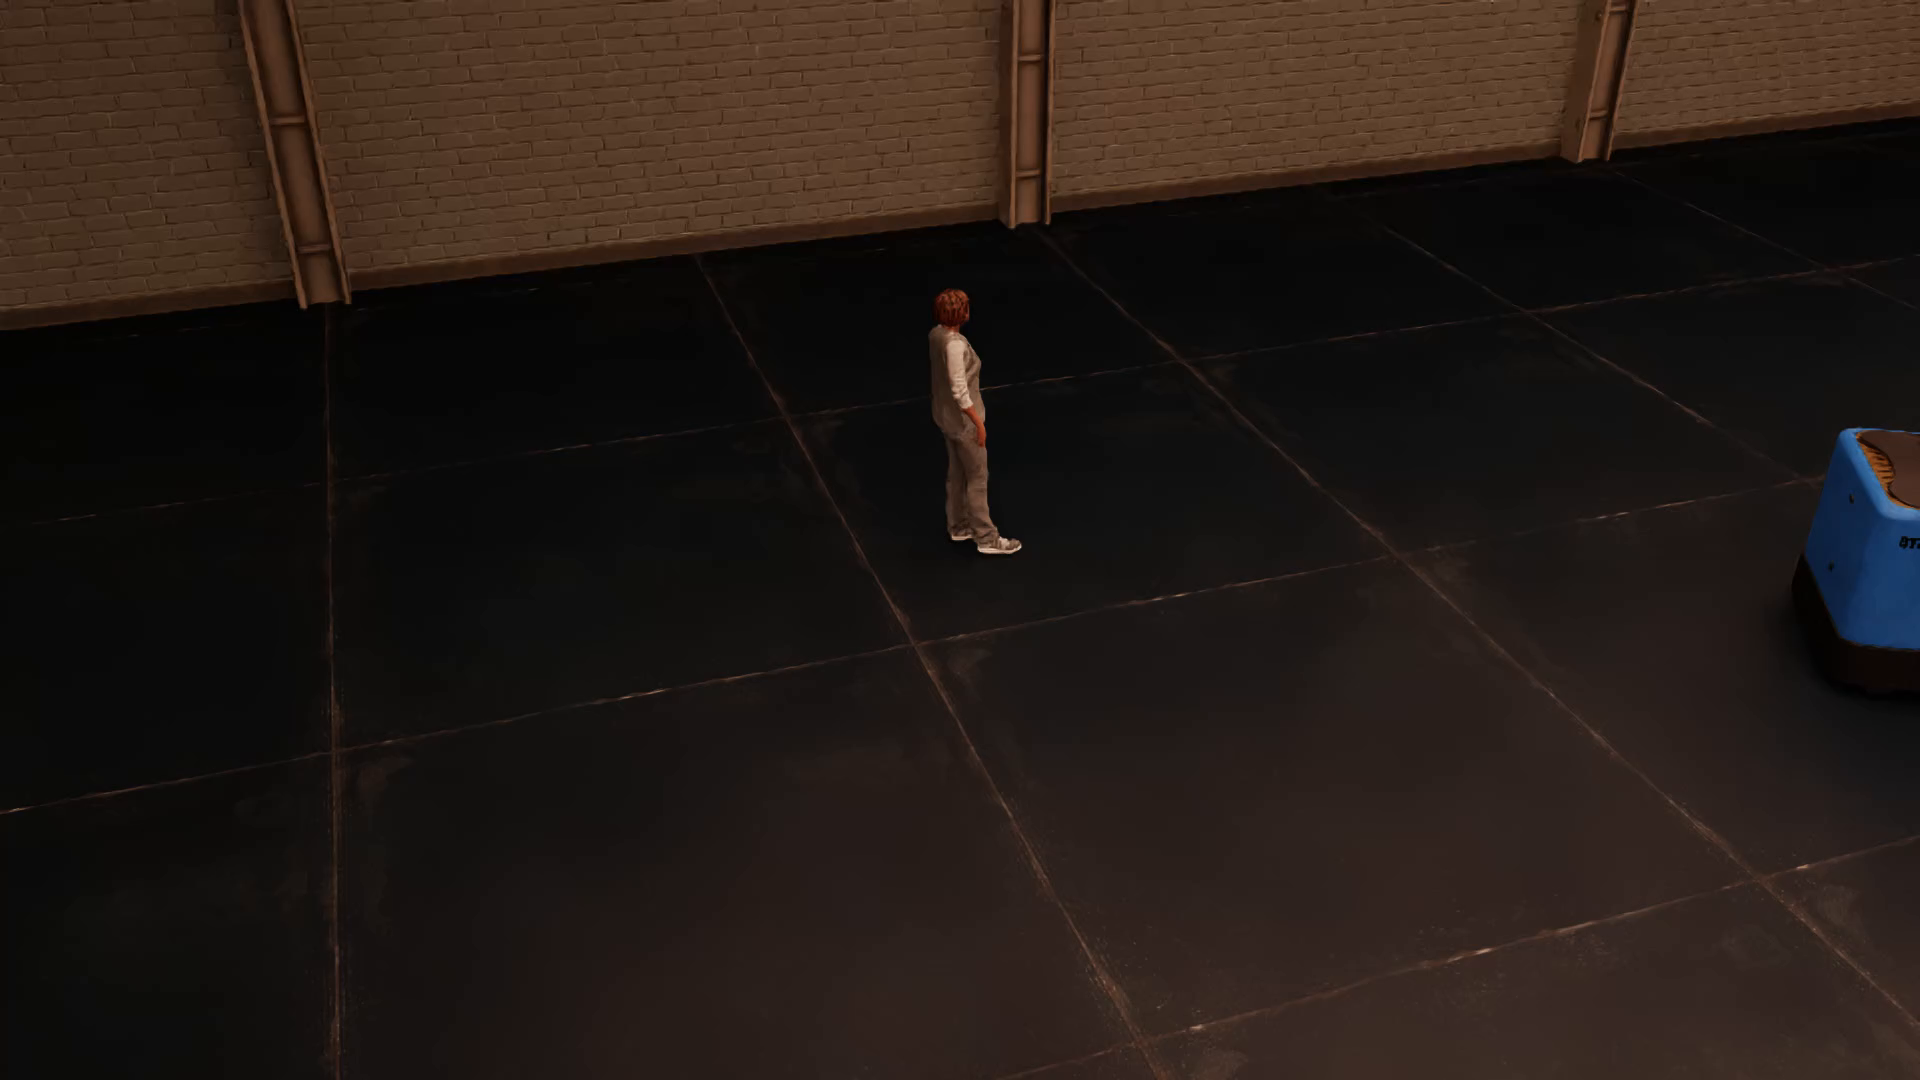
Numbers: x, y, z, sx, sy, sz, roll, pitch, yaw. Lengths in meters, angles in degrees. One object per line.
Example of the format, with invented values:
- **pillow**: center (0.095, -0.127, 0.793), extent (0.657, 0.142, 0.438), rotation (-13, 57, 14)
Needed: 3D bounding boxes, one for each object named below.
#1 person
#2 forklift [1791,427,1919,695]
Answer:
- **person**: center (0.075, -0.704, 9.633), extent (0.474, 1.597, 0.521), rotation (-10, 31, -16)
- **forklift**: center (6.086, -0.562, 8.064), extent (3.031, 2.935, 1.130), rotation (6, 31, 11)
